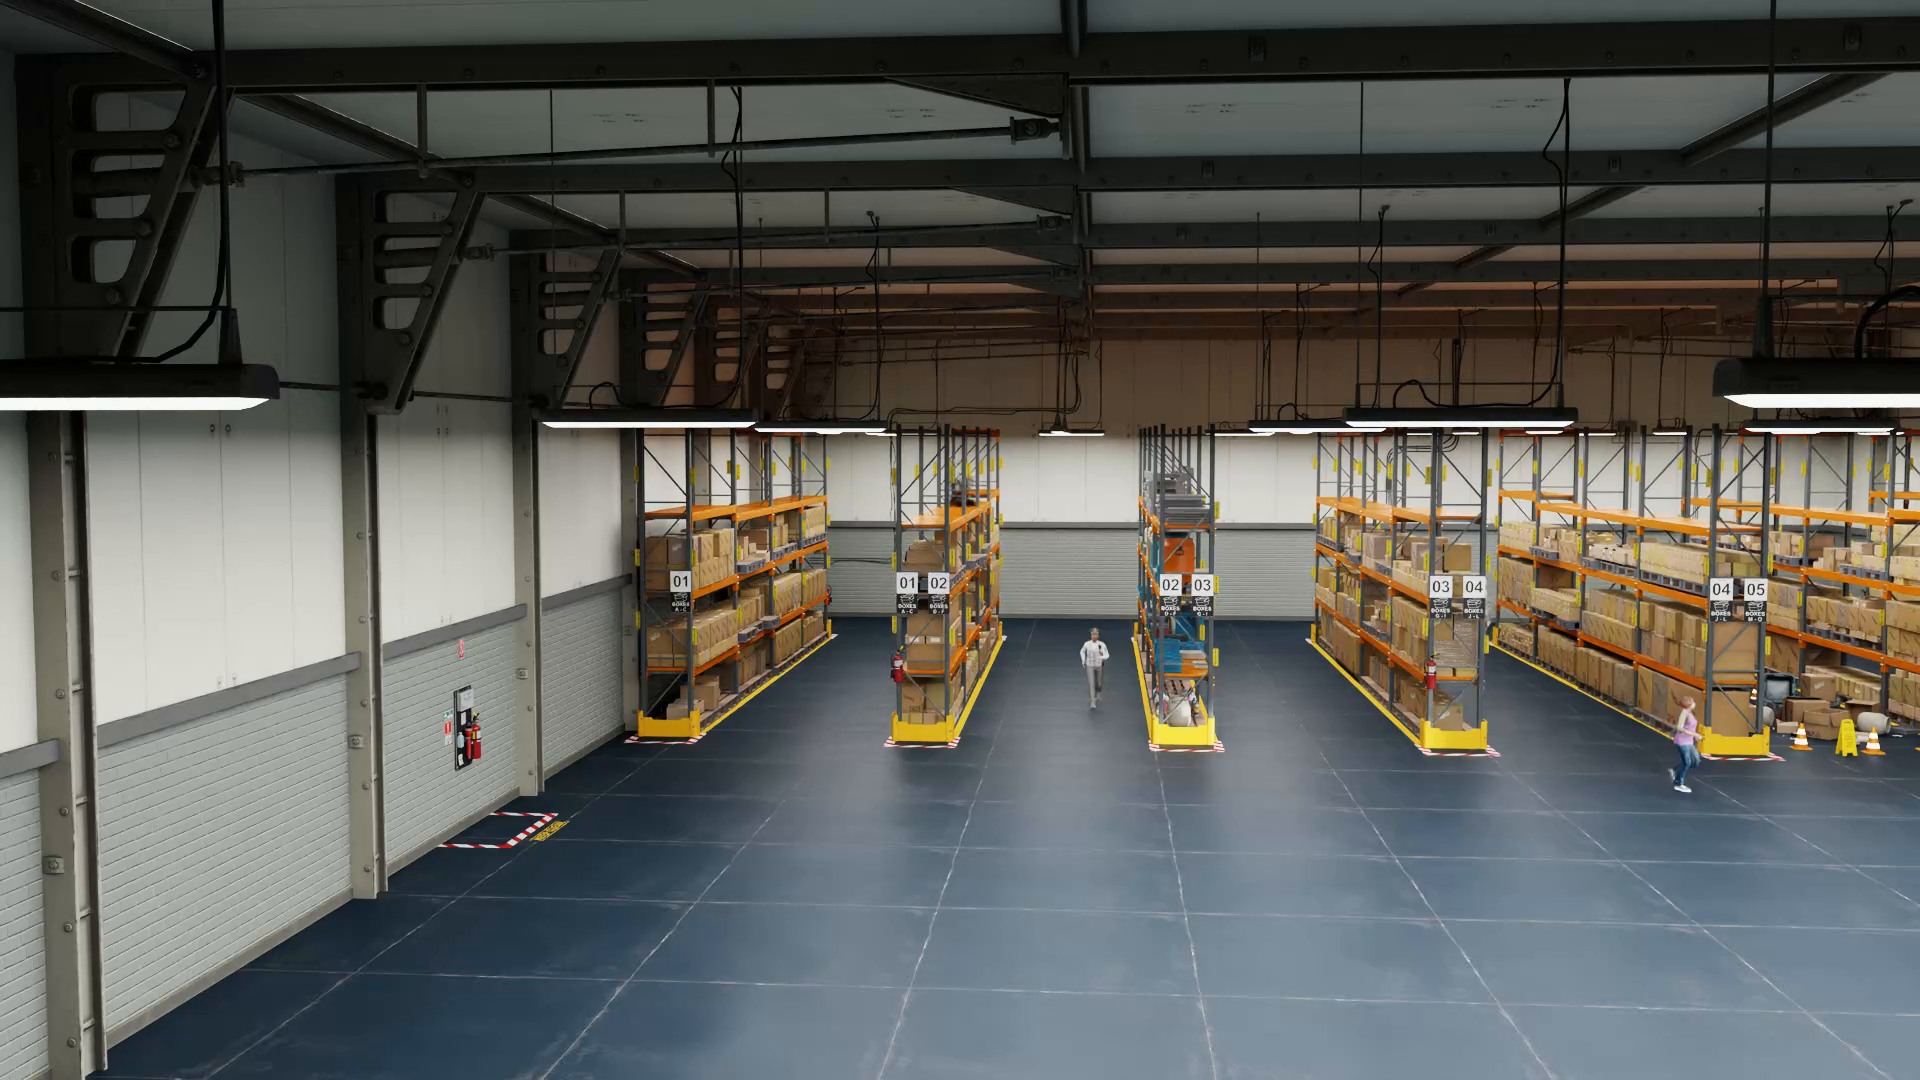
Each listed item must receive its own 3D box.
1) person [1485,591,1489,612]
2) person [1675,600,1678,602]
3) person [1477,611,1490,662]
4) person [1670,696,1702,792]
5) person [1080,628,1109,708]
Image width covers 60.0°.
[{"bbox_3d":[14.787,1.992,47.427,0.724,1.692,0.865,0,3,-6],"label":"person"},{"bbox_3d":[20.463,2.089,47.123,0.567,1.572,0.622,1,4,21],"label":"person"},{"bbox_3d":[13.348,2.369,42.765,0.530,1.532,0.580,0,3,-2],"label":"person"},{"bbox_3d":[11.774,3.304,26.958,0.557,1.566,0.523,3,5,40],"label":"person"},{"bbox_3d":[2.878,2.710,35.585,0.624,1.669,0.874,0,3,4],"label":"person"}]
